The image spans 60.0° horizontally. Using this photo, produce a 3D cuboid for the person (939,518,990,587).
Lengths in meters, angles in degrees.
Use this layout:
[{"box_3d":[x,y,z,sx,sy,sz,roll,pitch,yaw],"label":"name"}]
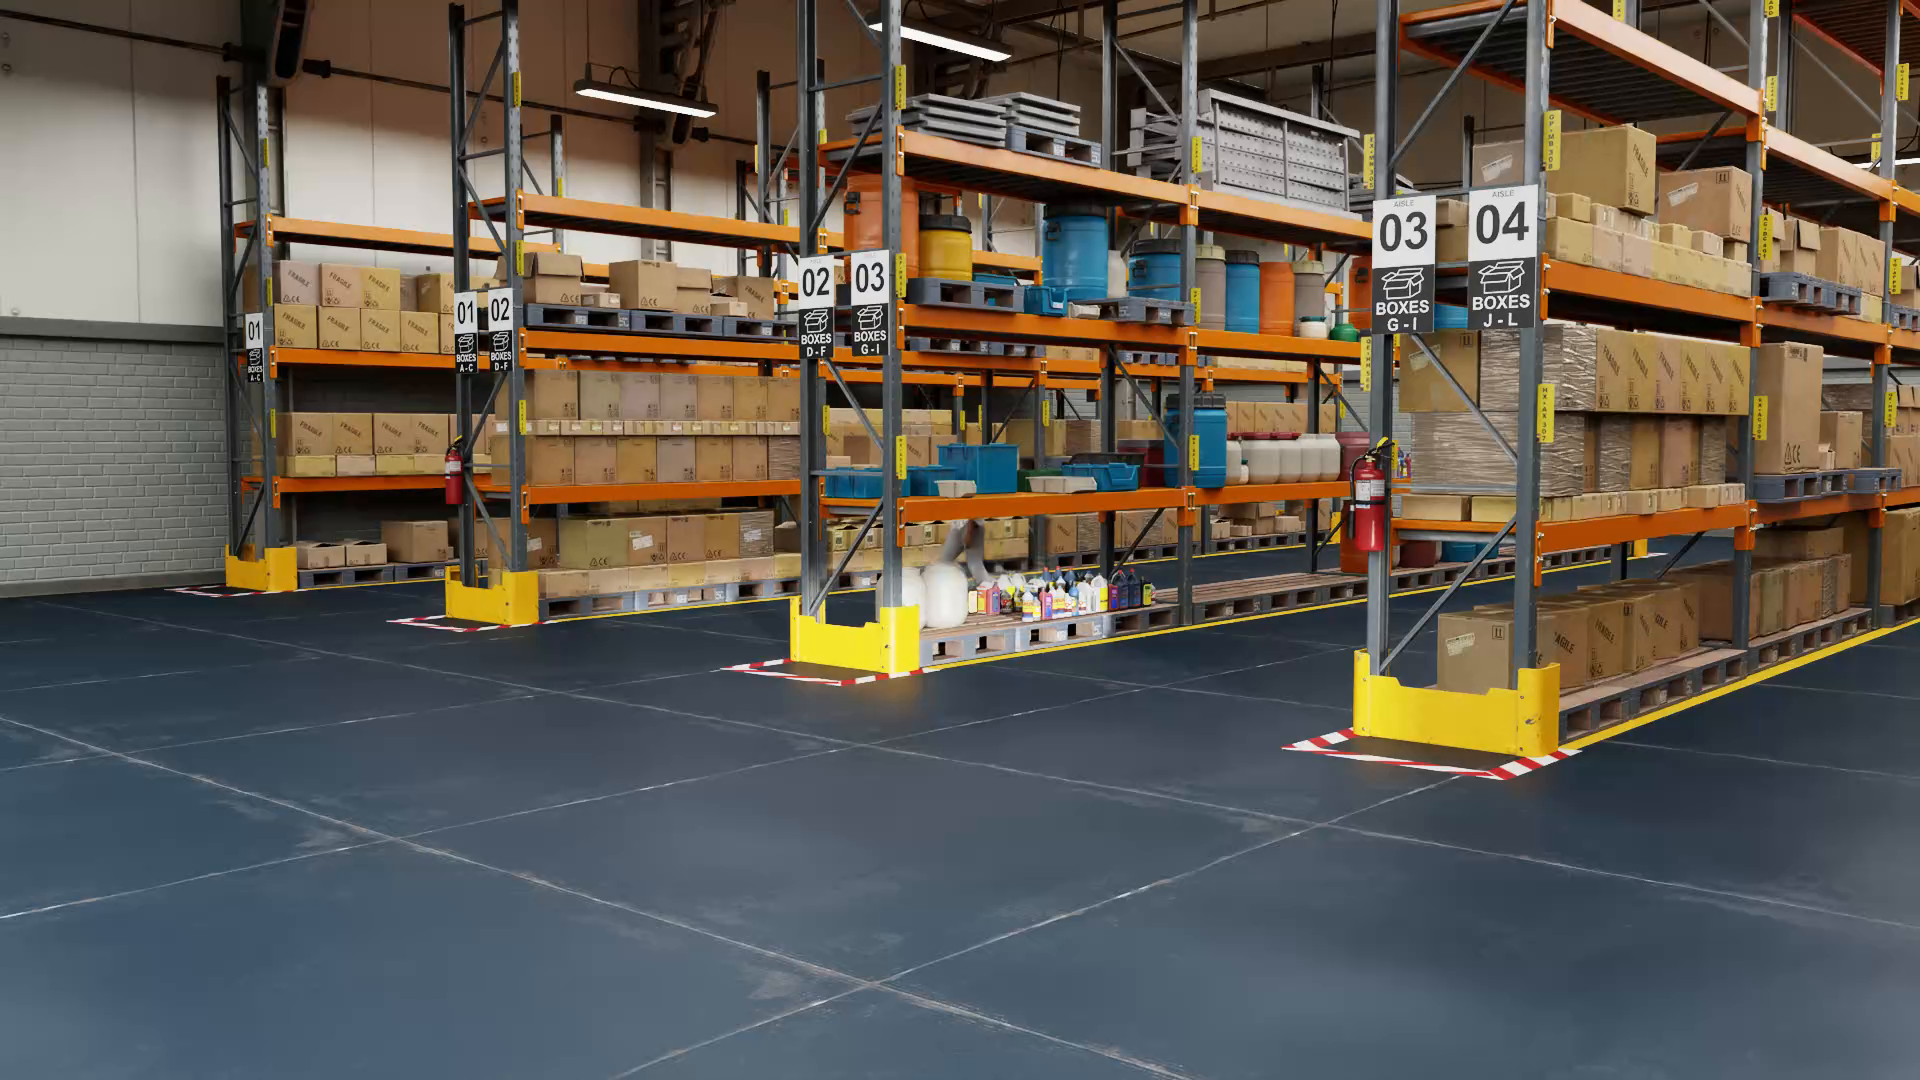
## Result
[{"box_3d":[0.085,-0.087,16.659,0.525,1.684,0.477,-1,4,-22],"label":"person"}]
